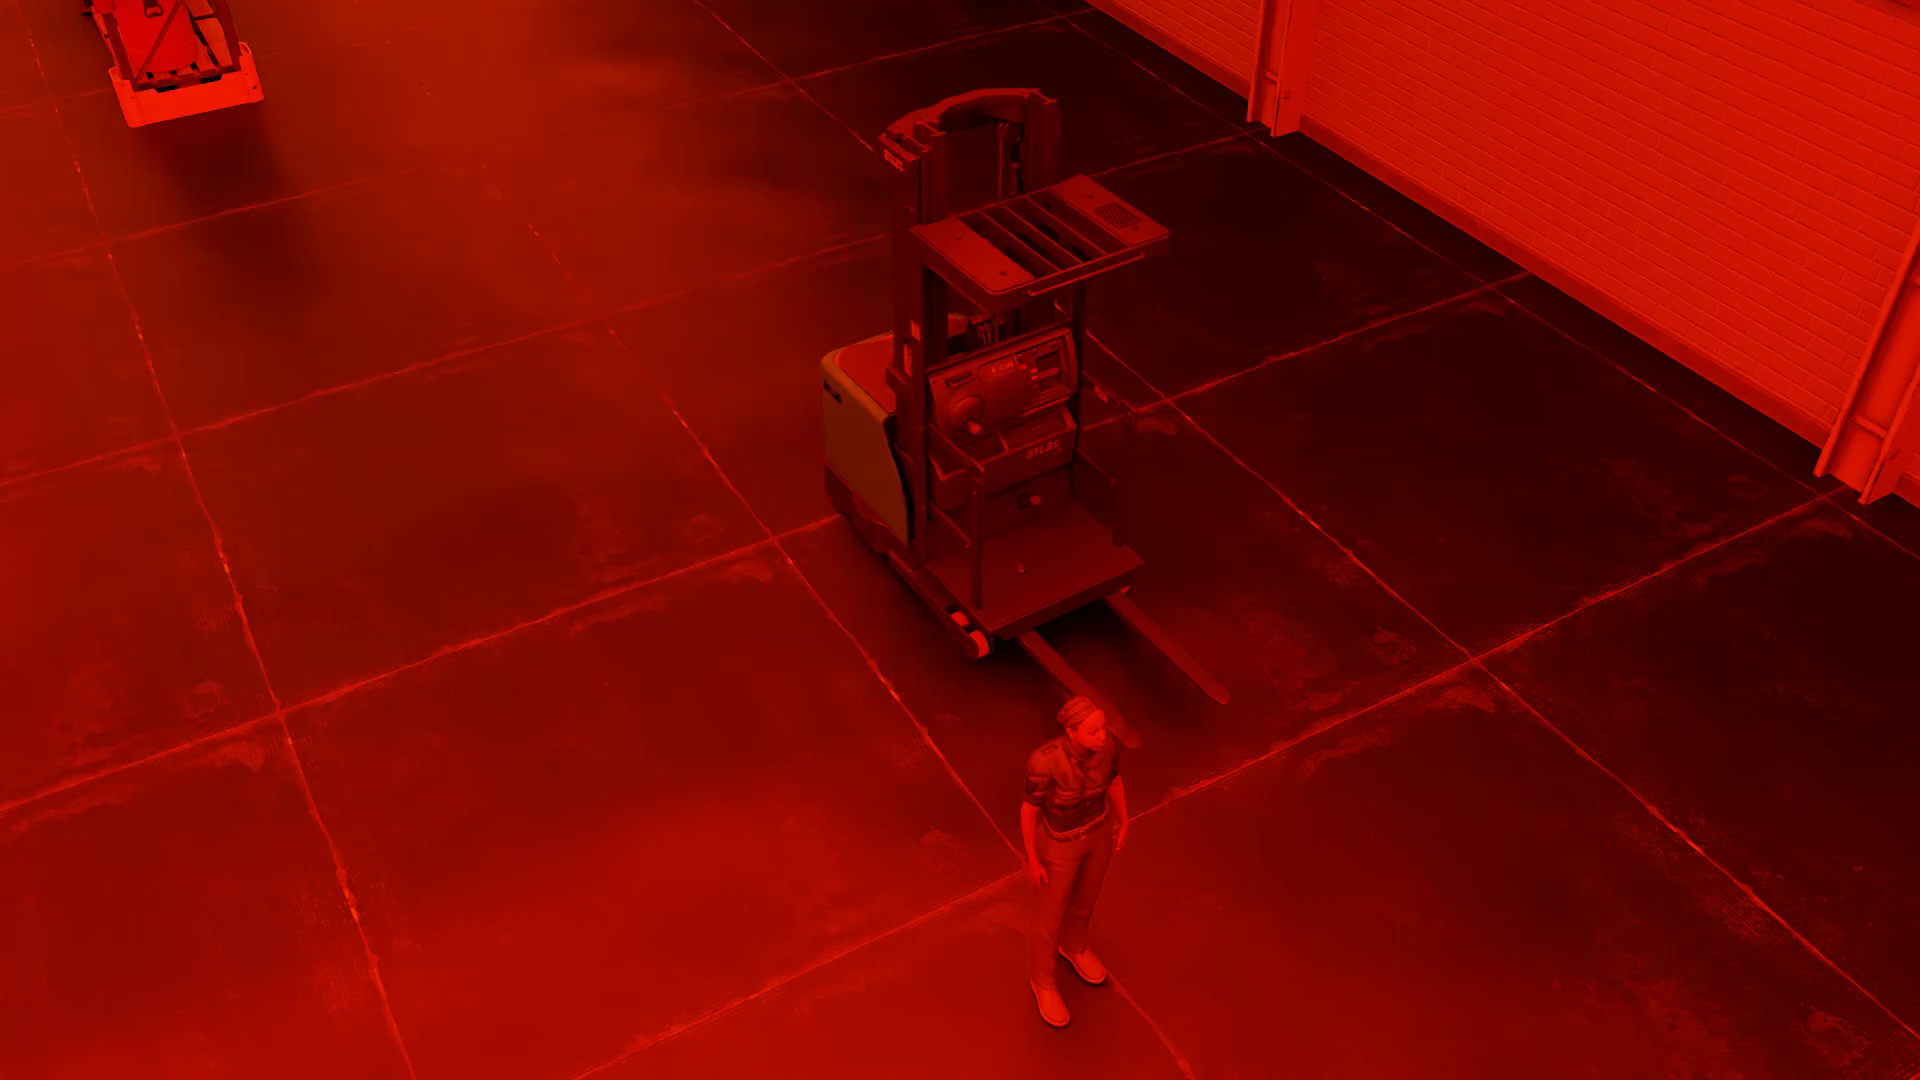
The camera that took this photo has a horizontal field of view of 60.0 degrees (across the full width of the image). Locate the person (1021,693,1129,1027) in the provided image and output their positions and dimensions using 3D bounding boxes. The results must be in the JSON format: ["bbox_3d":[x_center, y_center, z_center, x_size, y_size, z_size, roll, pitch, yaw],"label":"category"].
[{"bbox_3d":[0.540,1.393,7.356,0.567,1.644,0.503,-21,44,-24],"label":"person"}]

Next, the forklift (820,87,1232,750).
[{"bbox_3d":[0.362,-0.792,8.991,1.130,2.935,3.031,-22,45,-25],"label":"forklift"}]
